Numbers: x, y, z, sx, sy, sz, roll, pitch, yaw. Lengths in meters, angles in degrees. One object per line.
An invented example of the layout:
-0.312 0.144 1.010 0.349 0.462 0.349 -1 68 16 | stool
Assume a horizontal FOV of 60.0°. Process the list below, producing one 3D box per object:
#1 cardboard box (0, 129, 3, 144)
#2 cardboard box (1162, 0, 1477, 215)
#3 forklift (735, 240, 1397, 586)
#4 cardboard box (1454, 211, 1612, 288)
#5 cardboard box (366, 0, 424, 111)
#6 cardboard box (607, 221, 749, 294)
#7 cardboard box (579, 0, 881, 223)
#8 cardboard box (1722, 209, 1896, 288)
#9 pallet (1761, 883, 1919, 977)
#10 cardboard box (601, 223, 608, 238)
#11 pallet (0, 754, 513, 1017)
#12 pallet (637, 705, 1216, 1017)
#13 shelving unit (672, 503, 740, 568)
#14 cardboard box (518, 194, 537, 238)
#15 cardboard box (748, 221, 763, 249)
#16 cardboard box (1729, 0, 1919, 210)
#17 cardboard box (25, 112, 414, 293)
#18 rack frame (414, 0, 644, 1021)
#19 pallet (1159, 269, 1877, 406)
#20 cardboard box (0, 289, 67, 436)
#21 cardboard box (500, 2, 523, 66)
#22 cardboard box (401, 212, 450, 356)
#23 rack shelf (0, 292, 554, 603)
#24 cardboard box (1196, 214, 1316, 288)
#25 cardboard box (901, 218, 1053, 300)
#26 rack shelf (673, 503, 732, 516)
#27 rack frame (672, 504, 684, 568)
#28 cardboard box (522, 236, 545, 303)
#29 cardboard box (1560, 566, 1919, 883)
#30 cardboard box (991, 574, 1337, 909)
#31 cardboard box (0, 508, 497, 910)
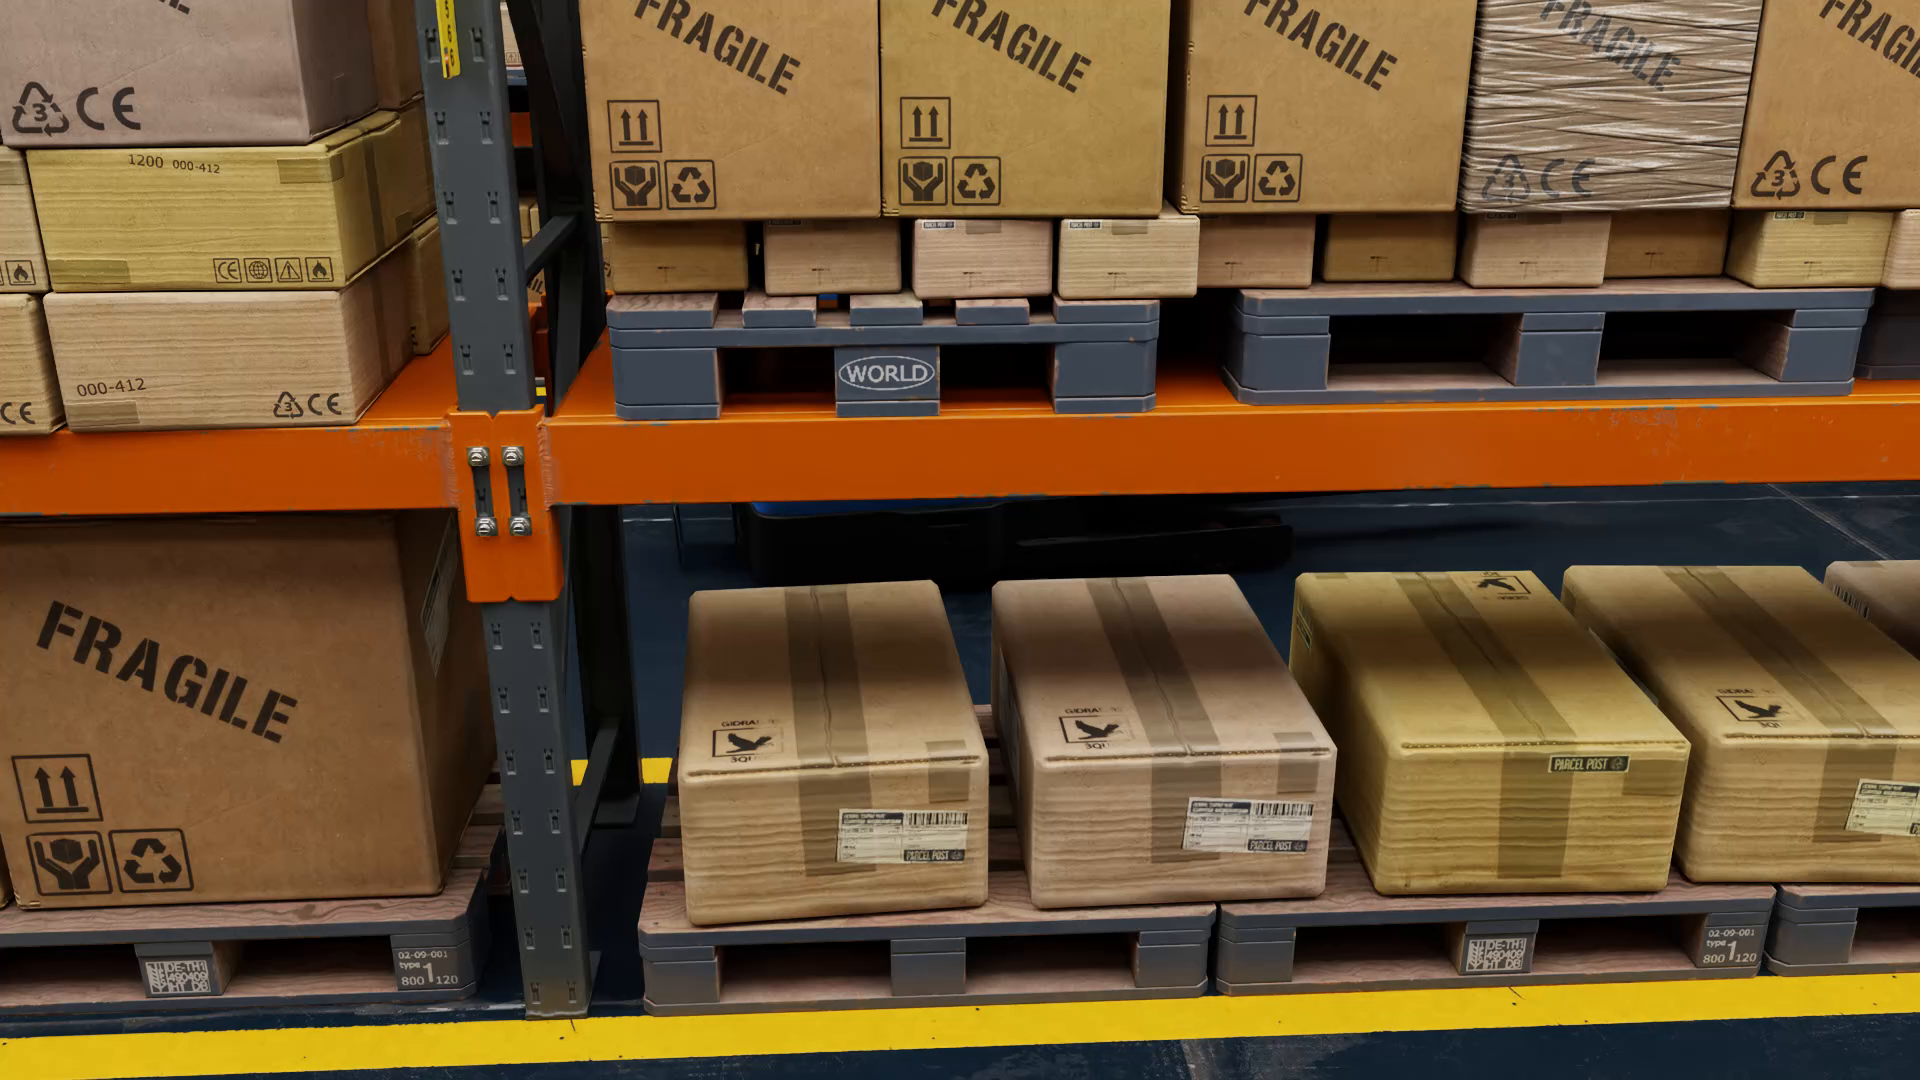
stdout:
-1.886 -0.972 2.912 0.500 0.500 0.500 -1 21 -2 | cardboard box
0.639 -0.910 3.146 0.500 0.500 0.500 -1 21 -2 | cardboard box
0.698 -1.441 5.786 3.031 2.935 1.130 -5 21 -12 | forklift
1.078 -0.609 3.269 0.250 0.149 0.380 -1 21 -1 | cardboard box
-1.380 -1.165 3.420 0.500 0.500 0.500 -2 21 -5 | cardboard box
-0.538 -0.594 3.228 0.250 0.149 0.380 -2 21 -6 | cardboard box
-0.411 -0.883 3.077 0.500 0.500 0.500 -2 21 -5 | cardboard box
1.603 -0.610 3.271 0.250 0.149 0.380 -1 21 -3 | cardboard box
2.343 0.664 4.081 1.213 0.211 1.003 -1 21 -3 | pallet
-1.639 -1.569 8.037 0.250 0.149 0.380 -2 21 -6 | cardboard box
-1.665 0.718 3.938 1.213 0.211 1.003 -1 21 -3 | pallet
-0.093 0.713 3.950 1.213 0.211 1.003 -1 21 -3 | pallet
-0.927 -0.372 5.816 0.210 0.900 0.258 -6 21 -6 | shelving unit
-2.175 -1.563 8.021 0.250 0.149 0.380 -2 21 -5 | cardboard box
-0.560 -0.743 3.621 0.250 0.149 0.380 0 21 -1 | cardboard box
1.661 -0.928 3.194 0.500 0.500 0.500 0 21 -1 | cardboard box
-1.343 -0.638 3.089 0.500 0.250 0.500 -1 21 -3 | cardboard box
-0.874 -0.574 3.414 0.127 3.000 1.000 -1 21 -3 | rack frame
1.100 -0.540 3.592 1.213 0.211 1.003 -1 21 -3 | pallet
-1.873 -0.386 3.129 0.500 0.250 0.500 -1 21 -2 | cardboard box
-2.195 -2.327 7.639 0.500 0.250 0.500 -2 21 -6 | cardboard box
-1.376 -0.584 3.649 0.500 0.250 0.500 -2 21 -4 | cardboard box
-2.870 -0.198 3.435 4.000 0.370 1.077 -1 21 -3 | rack shelf
0.534 -0.608 3.264 0.250 0.149 0.380 0 21 0 | cardboard box
0.022 -0.577 3.183 0.250 0.149 0.380 -3 21 -7 | cardboard box
-0.913 -0.174 5.893 0.200 0.077 0.258 -6 21 -6 | rack shelf
-1.028 -0.361 5.806 0.006 0.900 0.240 -6 21 -6 | rack frame
-2.071 -1.274 8.175 0.500 0.500 0.500 -1 21 -4 | cardboard box
1.879 0.404 3.948 0.625 0.372 0.950 0 21 0 | cardboard box
0.427 0.432 3.874 0.625 0.372 0.950 -2 21 -4 | cardboard box
-1.568 0.207 3.758 0.875 0.875 0.875 -1 21 -4 | cardboard box
